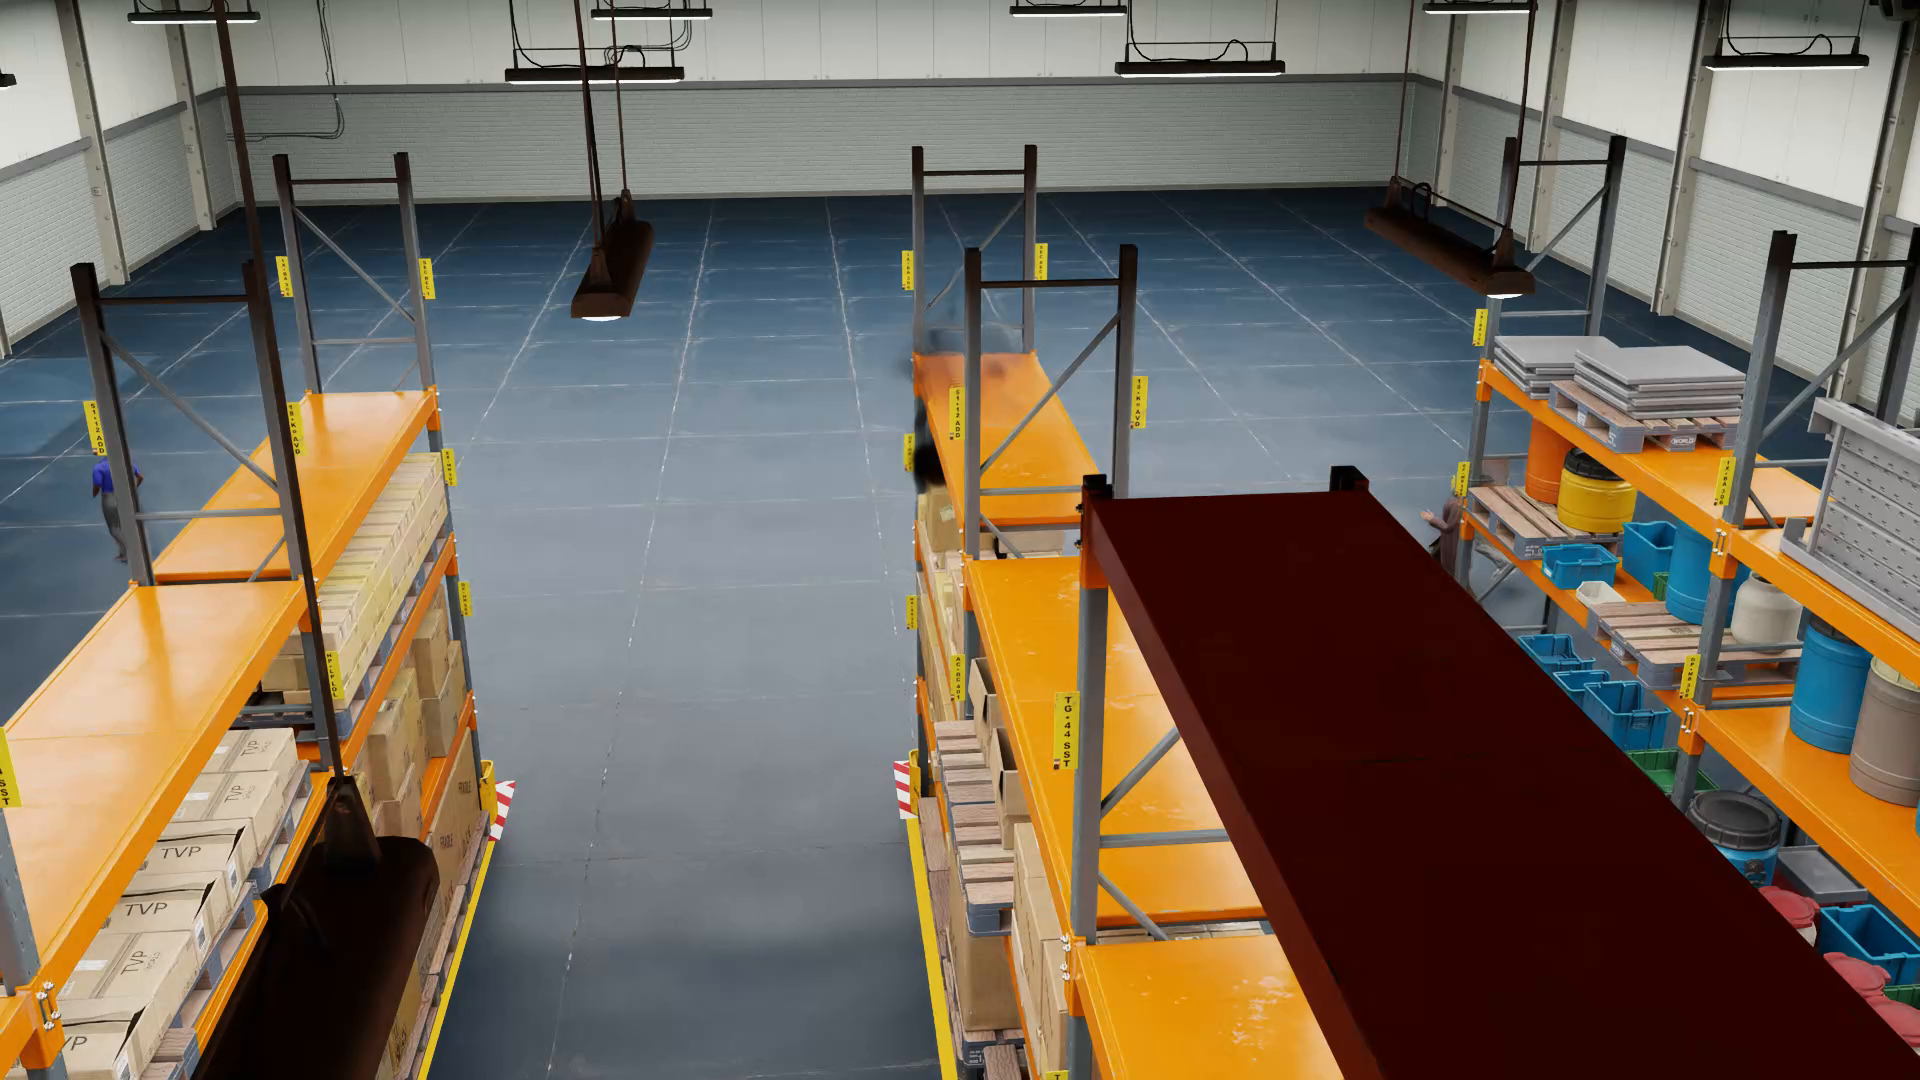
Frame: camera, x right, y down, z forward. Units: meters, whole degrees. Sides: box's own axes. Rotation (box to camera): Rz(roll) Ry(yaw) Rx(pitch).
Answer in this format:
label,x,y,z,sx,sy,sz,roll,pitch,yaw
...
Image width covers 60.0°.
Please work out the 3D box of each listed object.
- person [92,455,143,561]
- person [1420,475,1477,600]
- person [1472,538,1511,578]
label,x,y,z,sx,sy,sz,roll,pitch,yaw
person,-10.406,-0.443,20.595,0.760,1.642,0.577,18,28,38
person,5.645,0.096,19.023,0.823,1.827,0.674,7,23,18
person,6.296,-0.225,20.052,0.815,1.606,0.526,9,23,22
